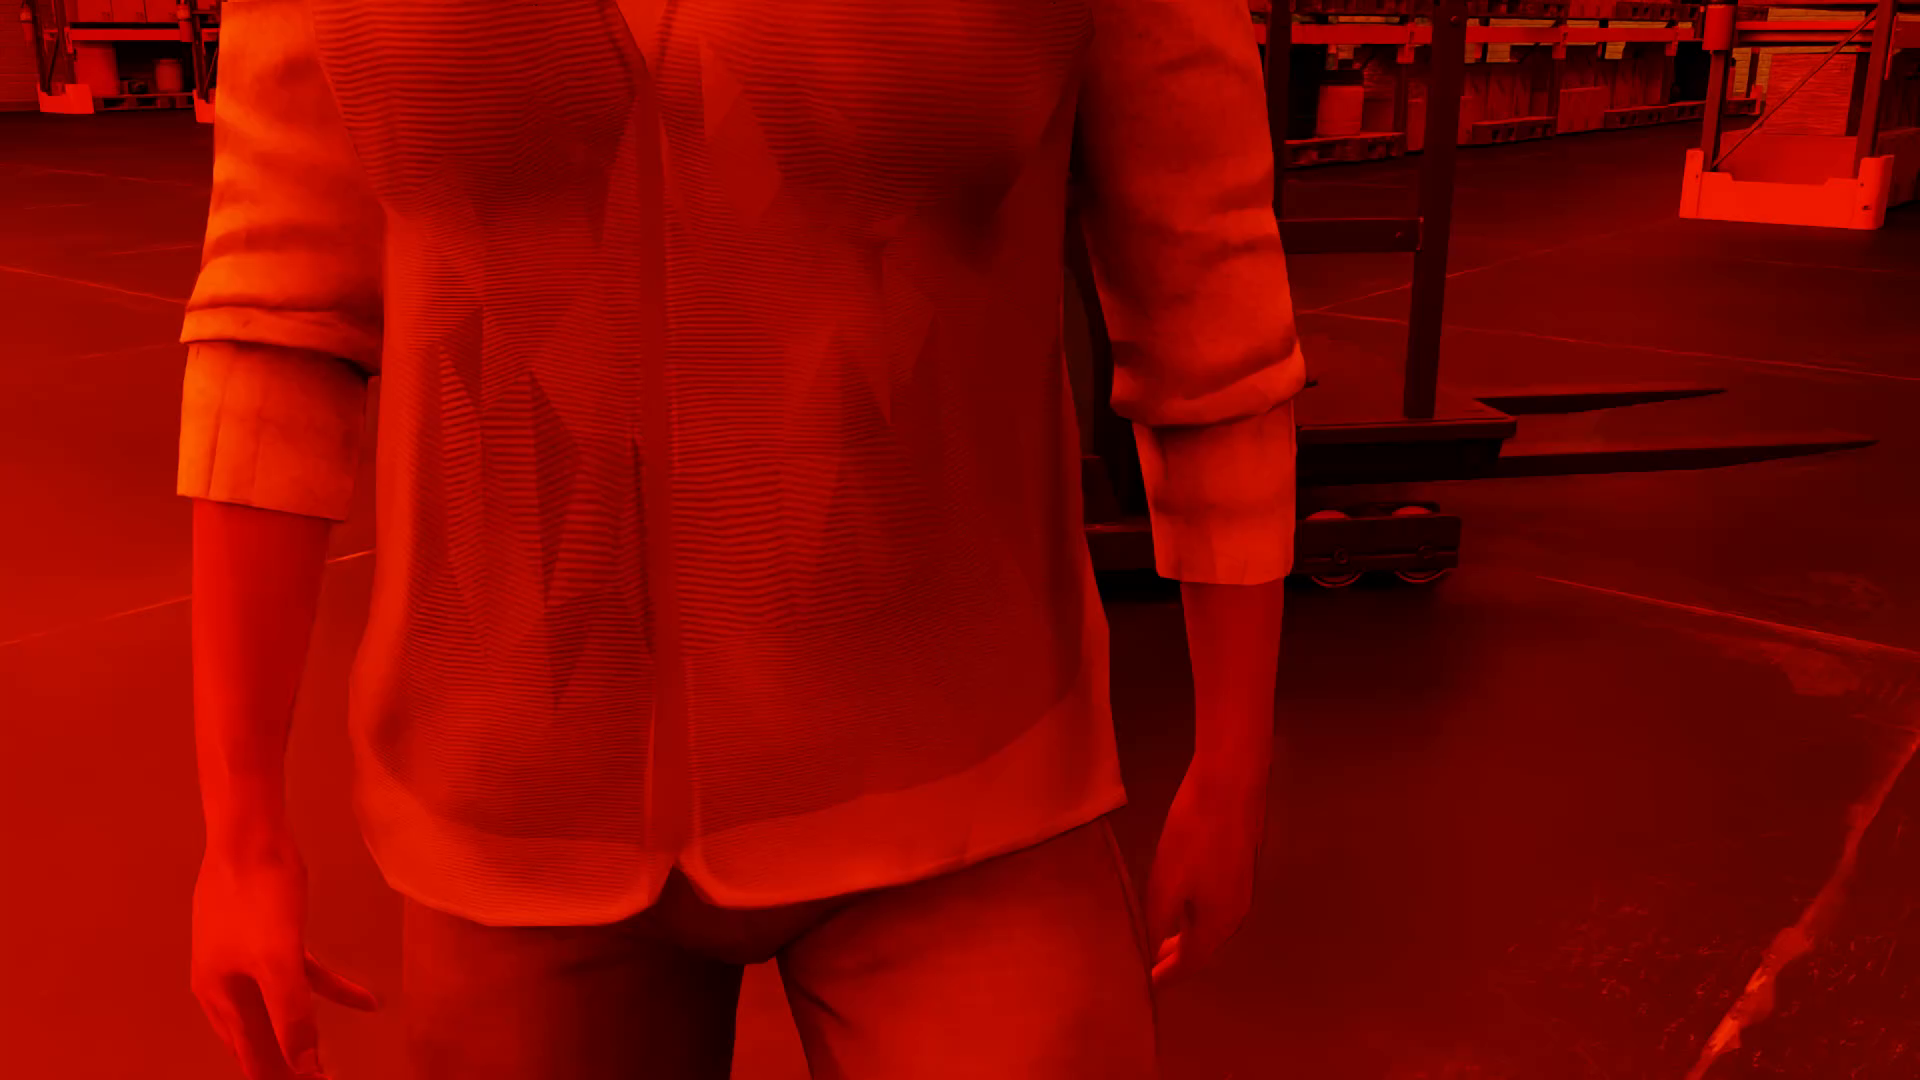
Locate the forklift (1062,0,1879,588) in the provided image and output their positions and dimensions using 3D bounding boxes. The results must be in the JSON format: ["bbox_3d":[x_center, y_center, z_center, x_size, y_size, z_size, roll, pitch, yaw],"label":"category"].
[{"bbox_3d":[0.638,-1.447,3.664,3.031,2.935,1.130,-3,17,-9],"label":"forklift"}]
